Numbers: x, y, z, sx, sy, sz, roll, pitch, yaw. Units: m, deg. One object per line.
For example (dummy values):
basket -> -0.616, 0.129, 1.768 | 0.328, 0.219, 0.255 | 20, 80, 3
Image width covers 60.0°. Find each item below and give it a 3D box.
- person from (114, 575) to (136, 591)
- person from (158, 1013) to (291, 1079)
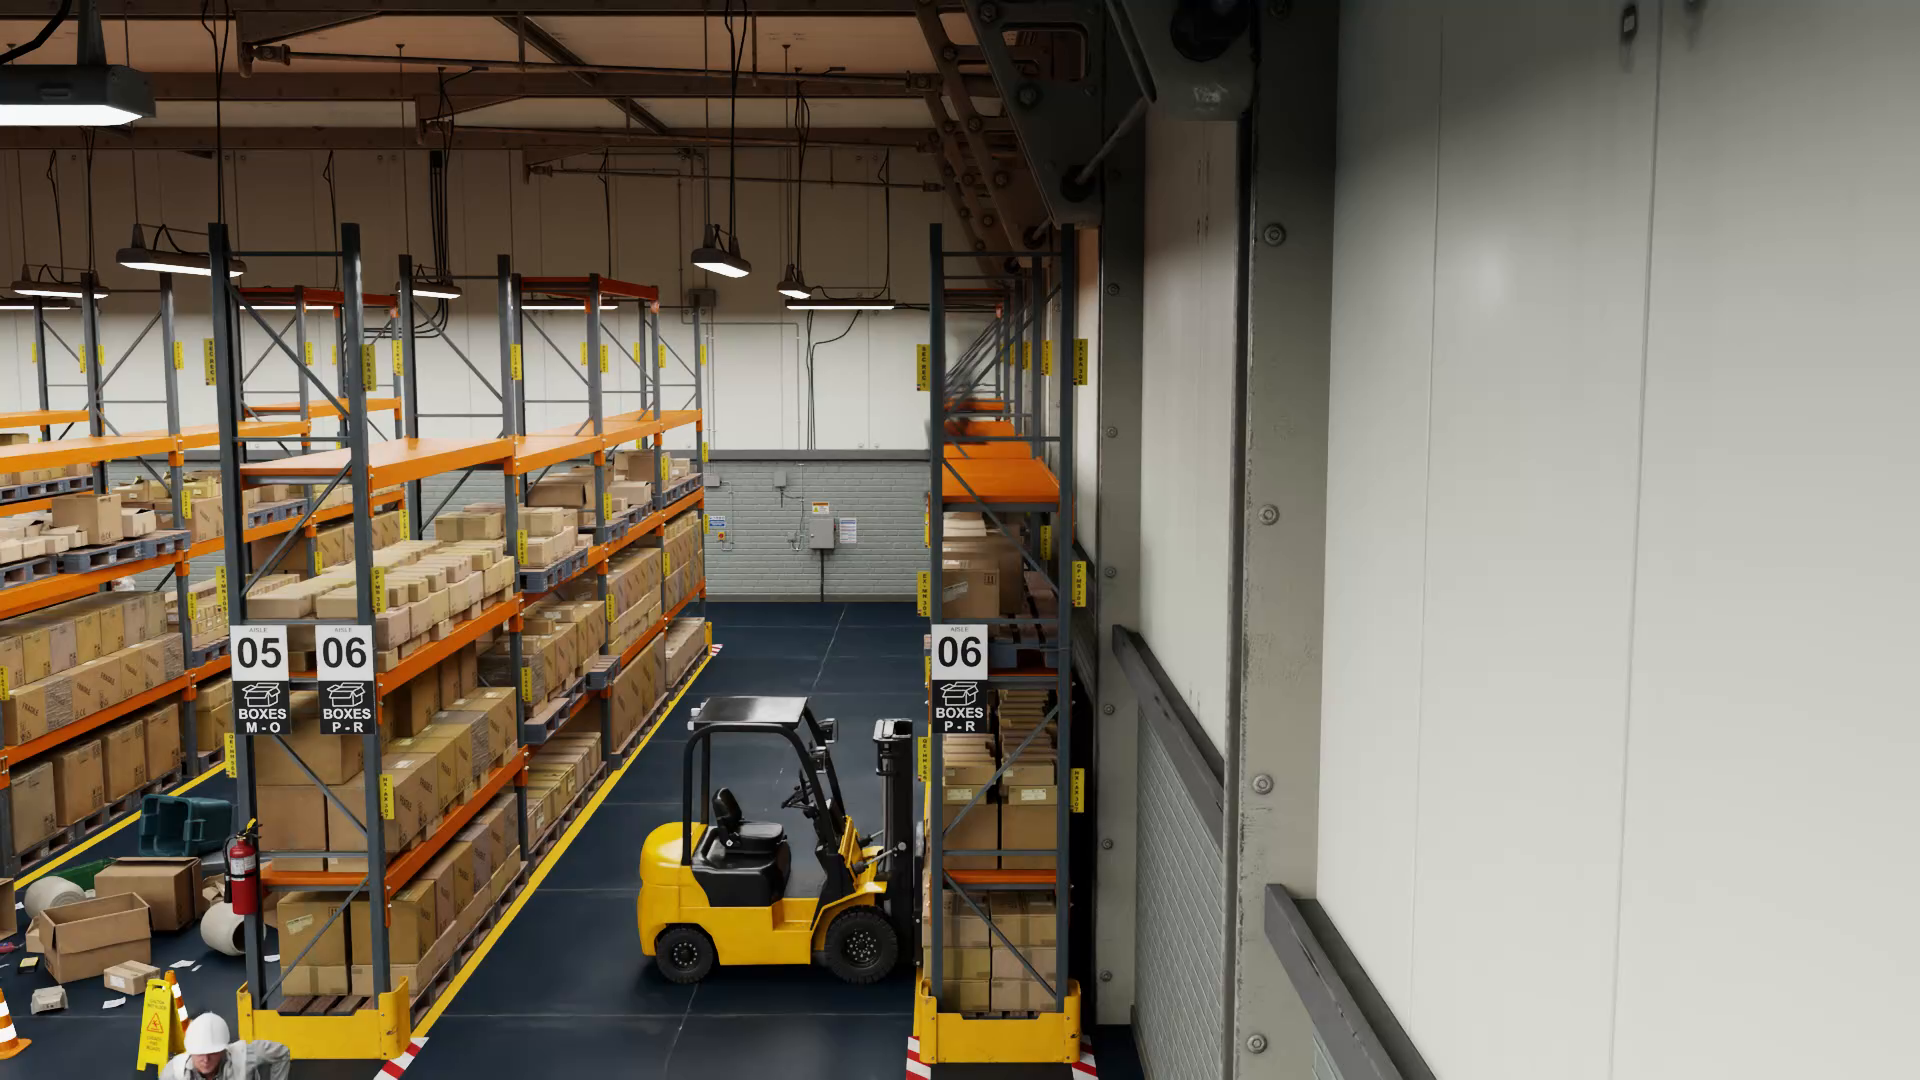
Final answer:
person -> -14.470, 0.935, 28.742 | 0.854, 1.800, 0.695 | 2, 7, 20
person -> -4.012, 3.299, 9.092 | 0.699, 1.735, 1.019 | -2, 7, -18
